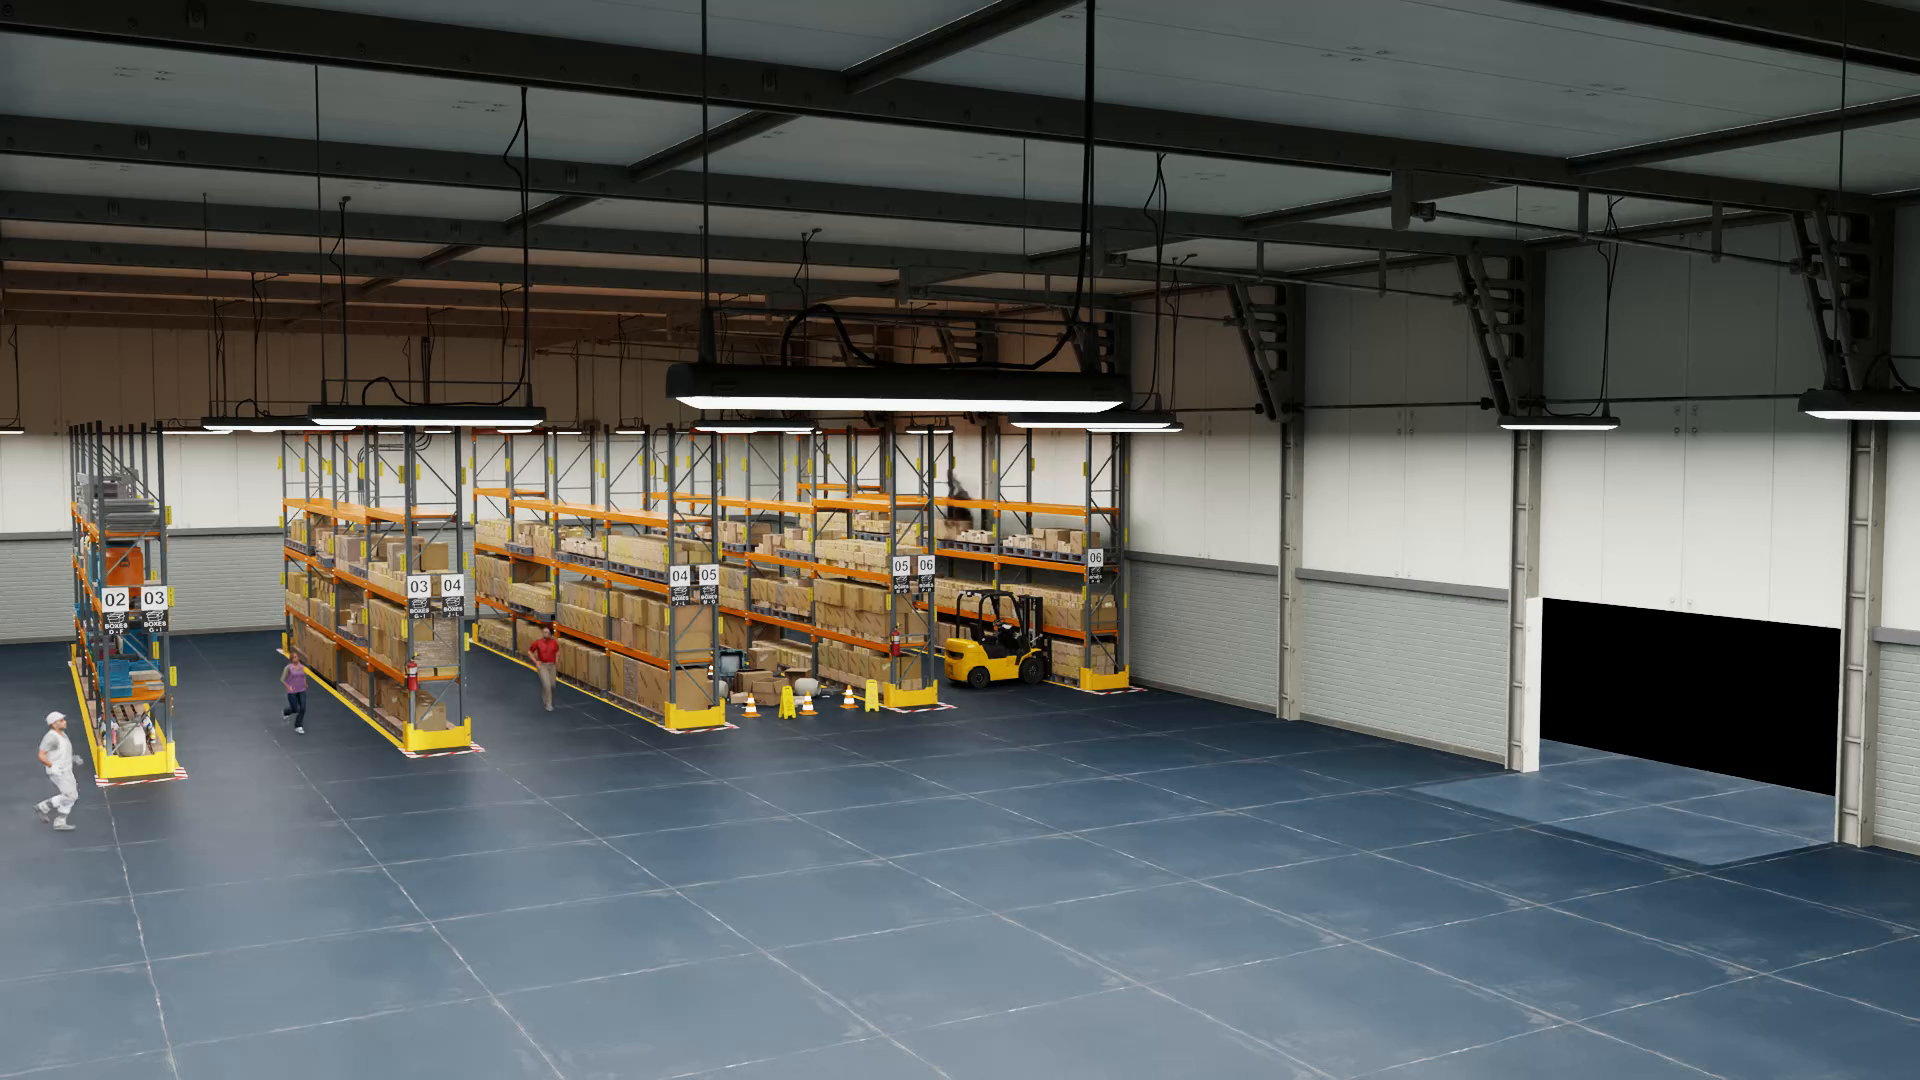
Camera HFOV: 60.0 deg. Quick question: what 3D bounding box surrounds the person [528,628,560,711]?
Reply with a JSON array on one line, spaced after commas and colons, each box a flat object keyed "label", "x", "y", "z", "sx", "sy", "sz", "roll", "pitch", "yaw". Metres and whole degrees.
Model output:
[{"label": "person", "x": -8.761, "y": 2.705, "z": 35.116, "sx": 0.671, "sy": 1.719, "sz": 0.774, "roll": -3, "pitch": 4, "yaw": -38}]

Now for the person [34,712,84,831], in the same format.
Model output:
[{"label": "person", "x": -13.103, "y": 3.361, "z": 24.166, "sx": 0.600, "sy": 1.737, "sz": 0.647, "roll": -1, "pitch": 4, "yaw": -11}]

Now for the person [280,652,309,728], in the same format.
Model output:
[{"label": "person", "x": -12.929, "y": 2.911, "z": 32.326, "sx": 0.583, "sy": 1.487, "sz": 0.546, "roll": 3, "pitch": 5, "yaw": 41}]
